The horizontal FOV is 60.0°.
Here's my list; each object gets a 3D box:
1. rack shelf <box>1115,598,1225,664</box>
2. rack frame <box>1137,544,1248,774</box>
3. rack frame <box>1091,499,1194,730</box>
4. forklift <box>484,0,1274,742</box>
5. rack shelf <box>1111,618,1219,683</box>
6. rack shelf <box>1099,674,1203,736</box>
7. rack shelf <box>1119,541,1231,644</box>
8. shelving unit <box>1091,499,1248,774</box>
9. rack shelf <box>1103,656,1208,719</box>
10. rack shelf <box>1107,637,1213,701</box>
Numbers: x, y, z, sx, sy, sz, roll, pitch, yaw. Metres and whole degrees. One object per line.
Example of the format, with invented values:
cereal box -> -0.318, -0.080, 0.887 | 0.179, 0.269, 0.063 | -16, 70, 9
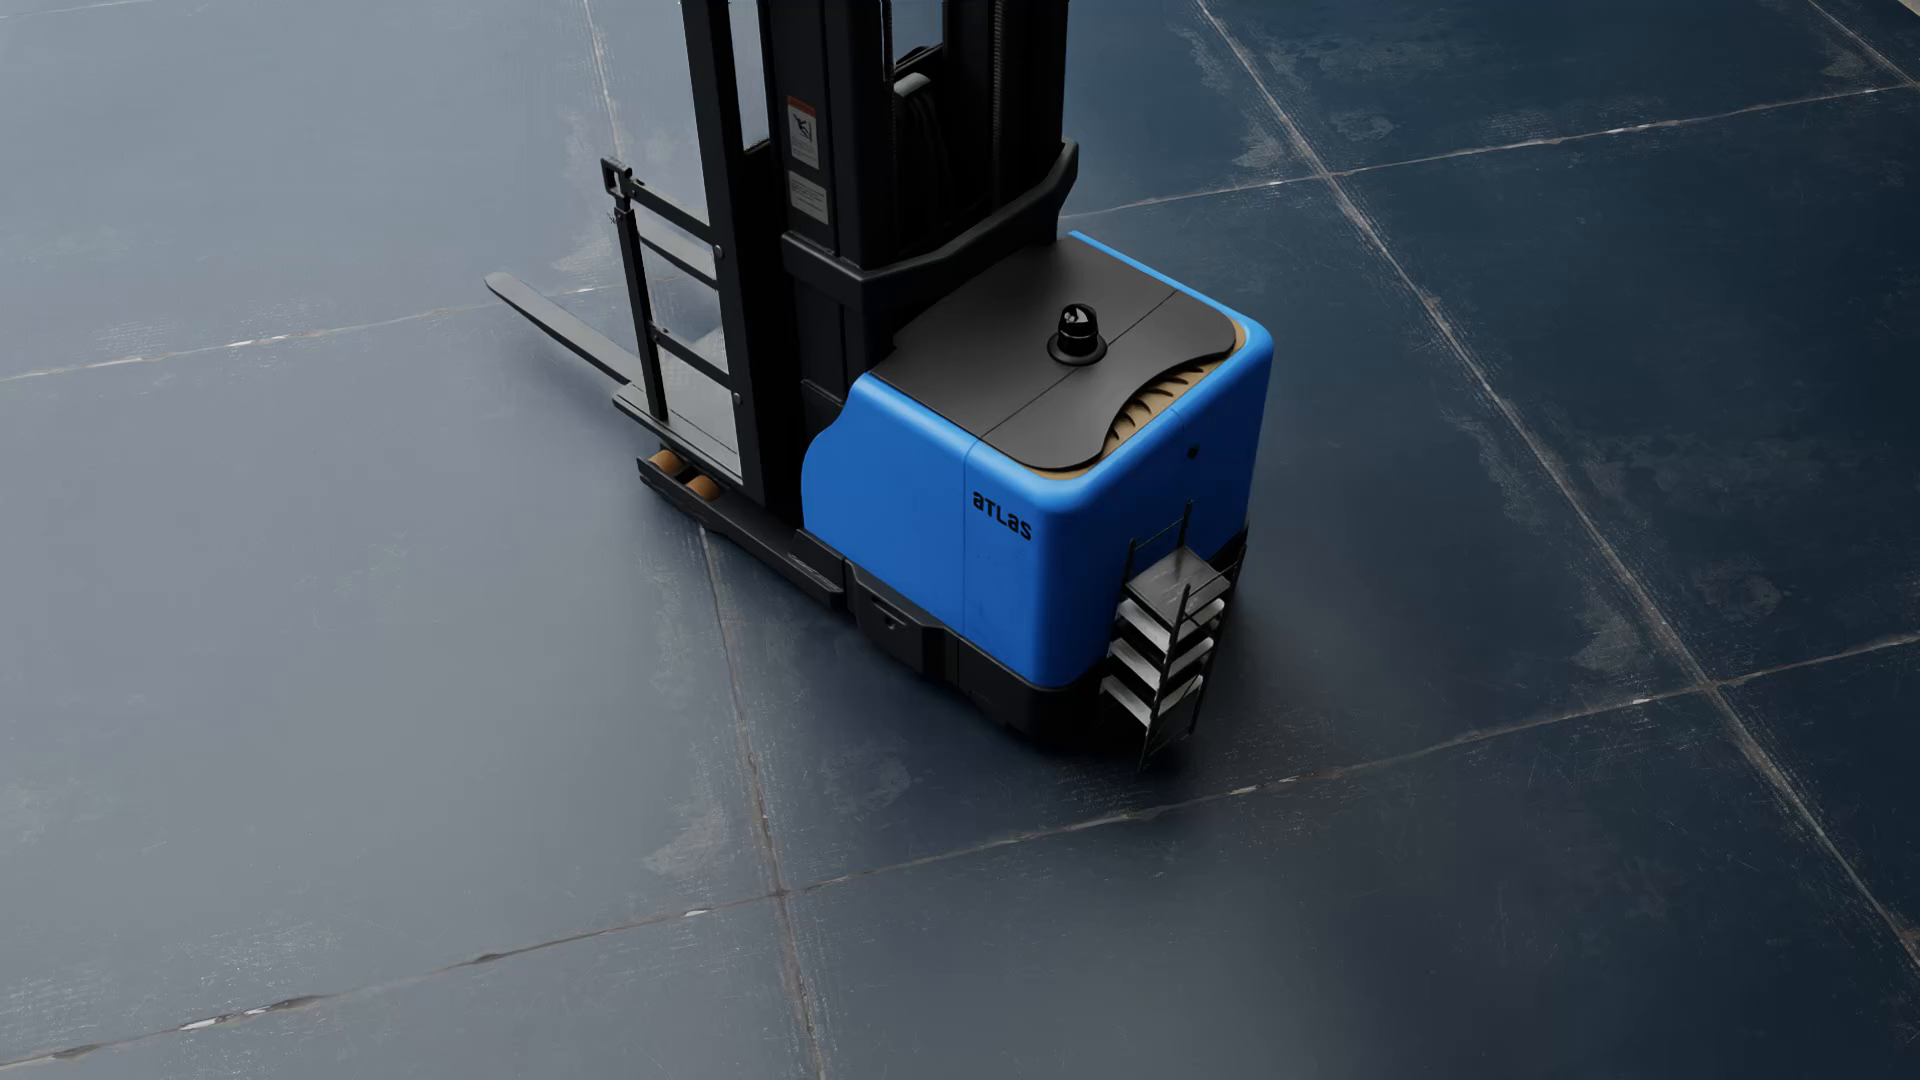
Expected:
rack shelf -> 0.599, 0.204, 4.705 | 0.258, 0.077, 0.200 | -32, 58, -27
rack frame -> 0.657, 0.360, 4.769 | 0.240, 0.900, 0.006 | -32, 58, -27
rack frame -> 0.525, 0.238, 4.863 | 0.240, 0.900, 0.006 | -32, 58, -27
forklift -> -0.495, -1.334, 5.005 | 3.031, 2.935, 1.130 | 33, 54, 28
rack shelf -> 0.594, 0.262, 4.773 | 0.258, 0.077, 0.200 | -32, 58, -27
rack shelf -> 0.579, 0.438, 4.978 | 0.258, 0.077, 0.200 | -32, 58, -27
rack shelf -> 0.605, 0.145, 4.637 | 0.258, 0.077, 0.200 | -32, 58, -27
shelving unit -> 0.591, 0.299, 4.816 | 0.258, 0.900, 0.210 | -32, 58, -27
rack shelf -> 0.584, 0.379, 4.910 | 0.258, 0.077, 0.200 | -32, 58, -27
rack shelf -> 0.589, 0.321, 4.841 | 0.258, 0.077, 0.200 | -32, 58, -27
